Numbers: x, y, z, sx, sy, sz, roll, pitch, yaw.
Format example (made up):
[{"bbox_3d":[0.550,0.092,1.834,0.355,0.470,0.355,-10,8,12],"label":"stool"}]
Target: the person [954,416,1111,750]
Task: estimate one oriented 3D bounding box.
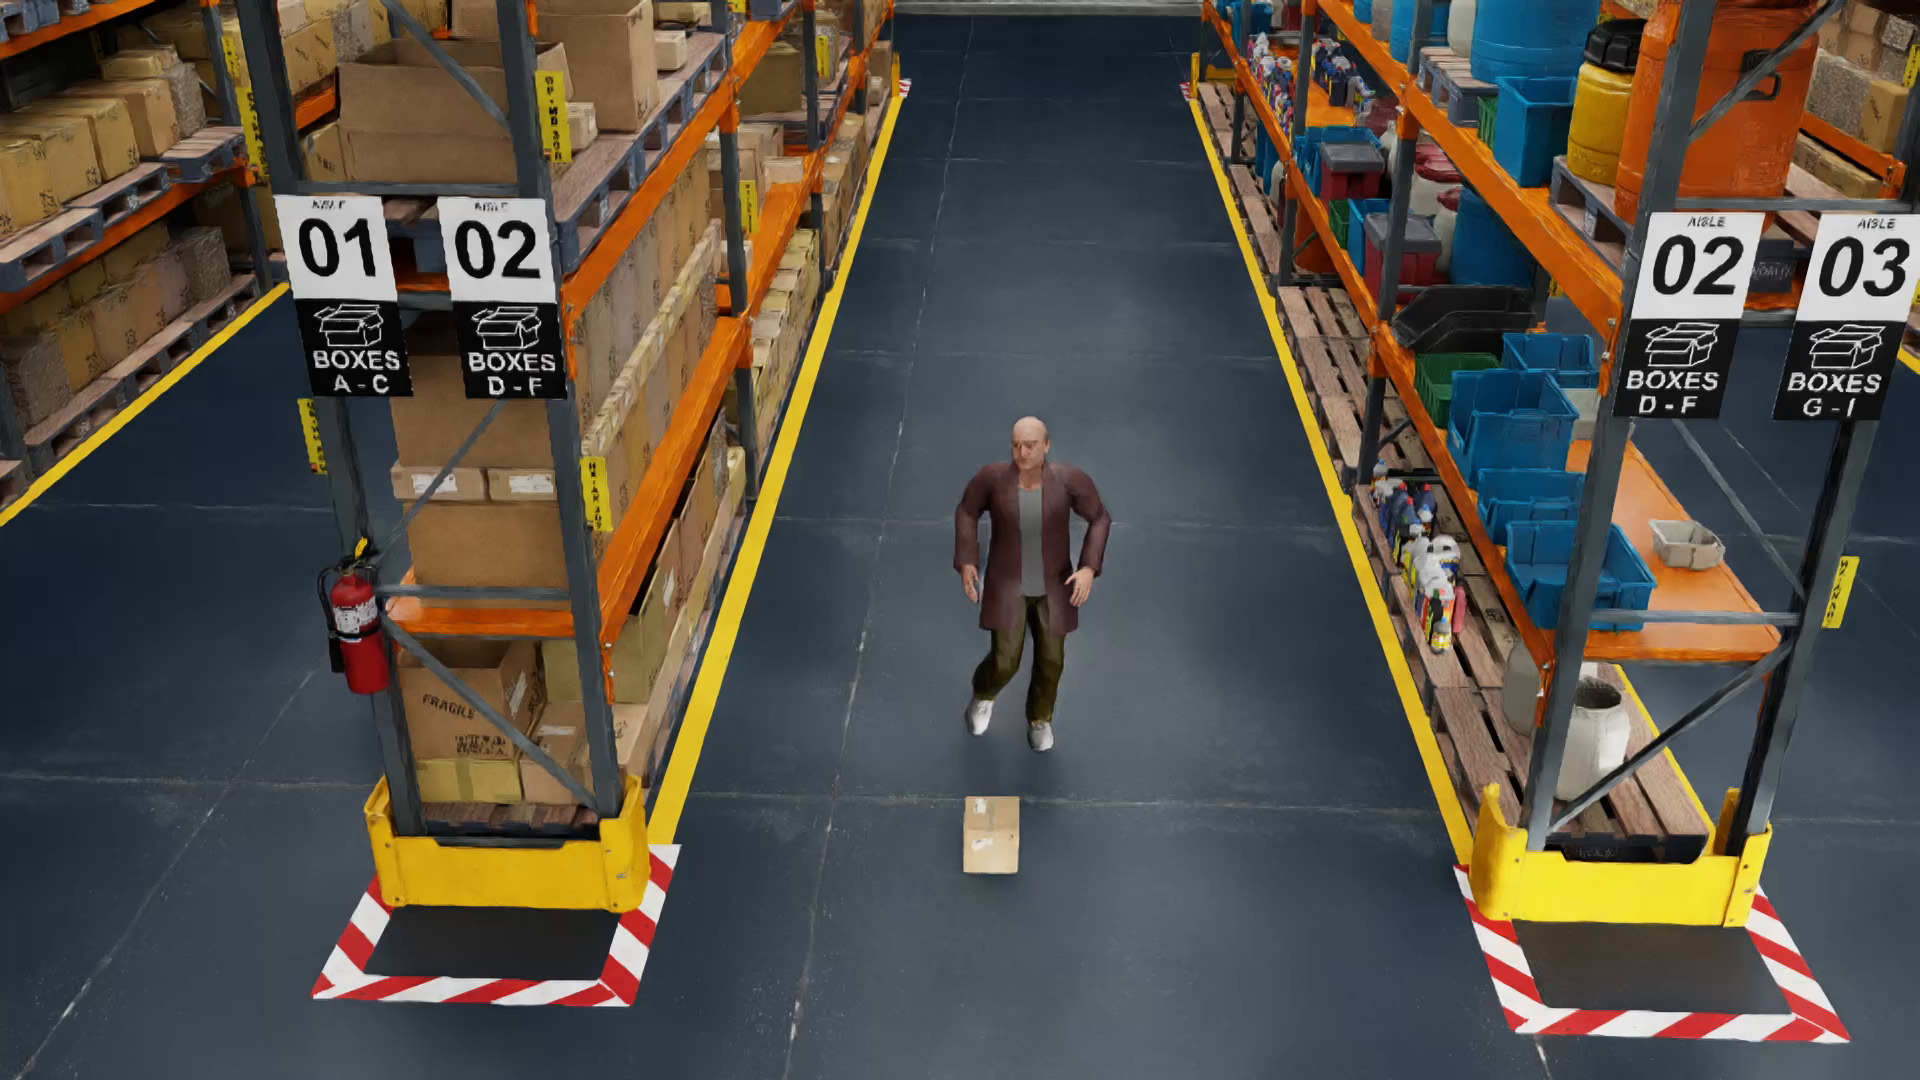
[{"bbox_3d":[0.361,0.230,8.237,0.772,1.744,0.525,-2,28,-4],"label":"person"}]
